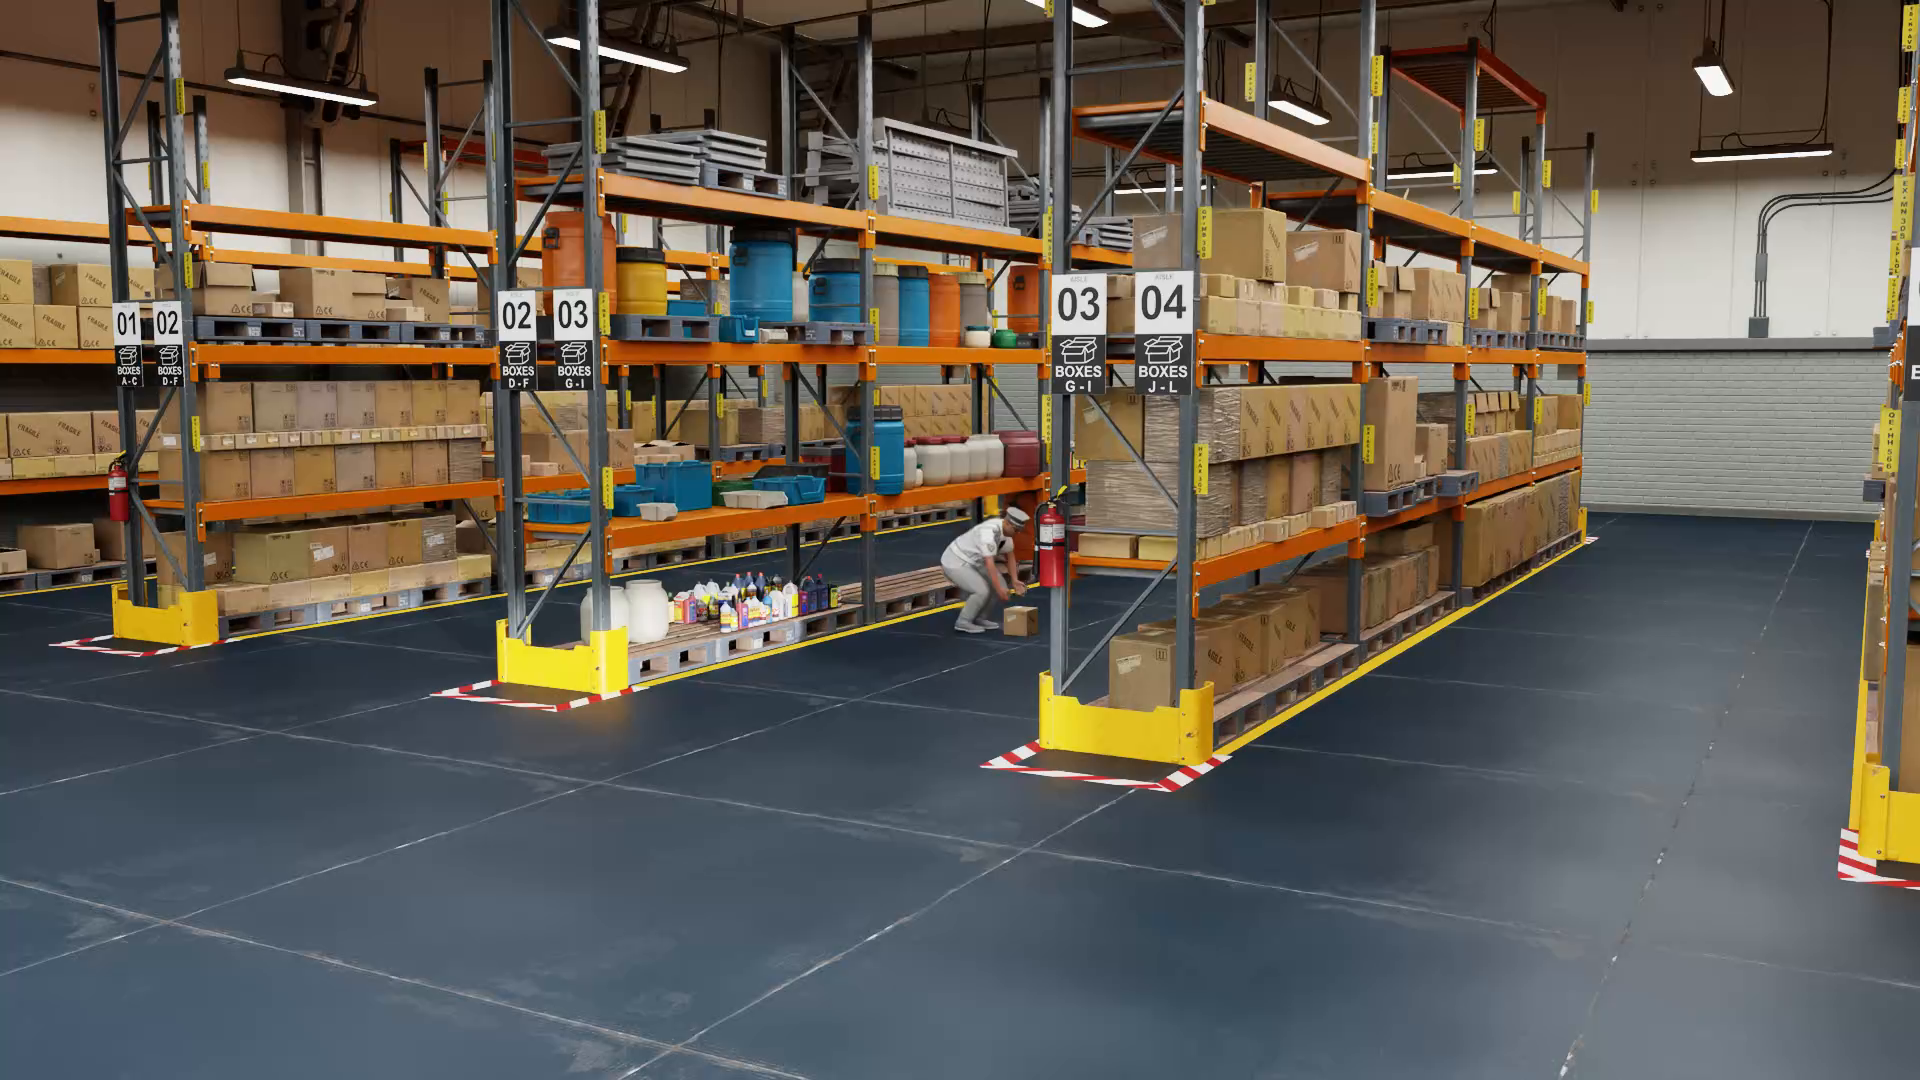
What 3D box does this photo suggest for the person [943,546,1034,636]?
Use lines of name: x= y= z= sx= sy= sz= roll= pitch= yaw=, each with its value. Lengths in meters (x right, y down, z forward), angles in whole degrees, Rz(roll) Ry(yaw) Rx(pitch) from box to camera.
person: x=0.319 y=0.496 z=16.363 sx=0.967 sy=0.900 sz=0.547 roll=3 pitch=7 yaw=28
